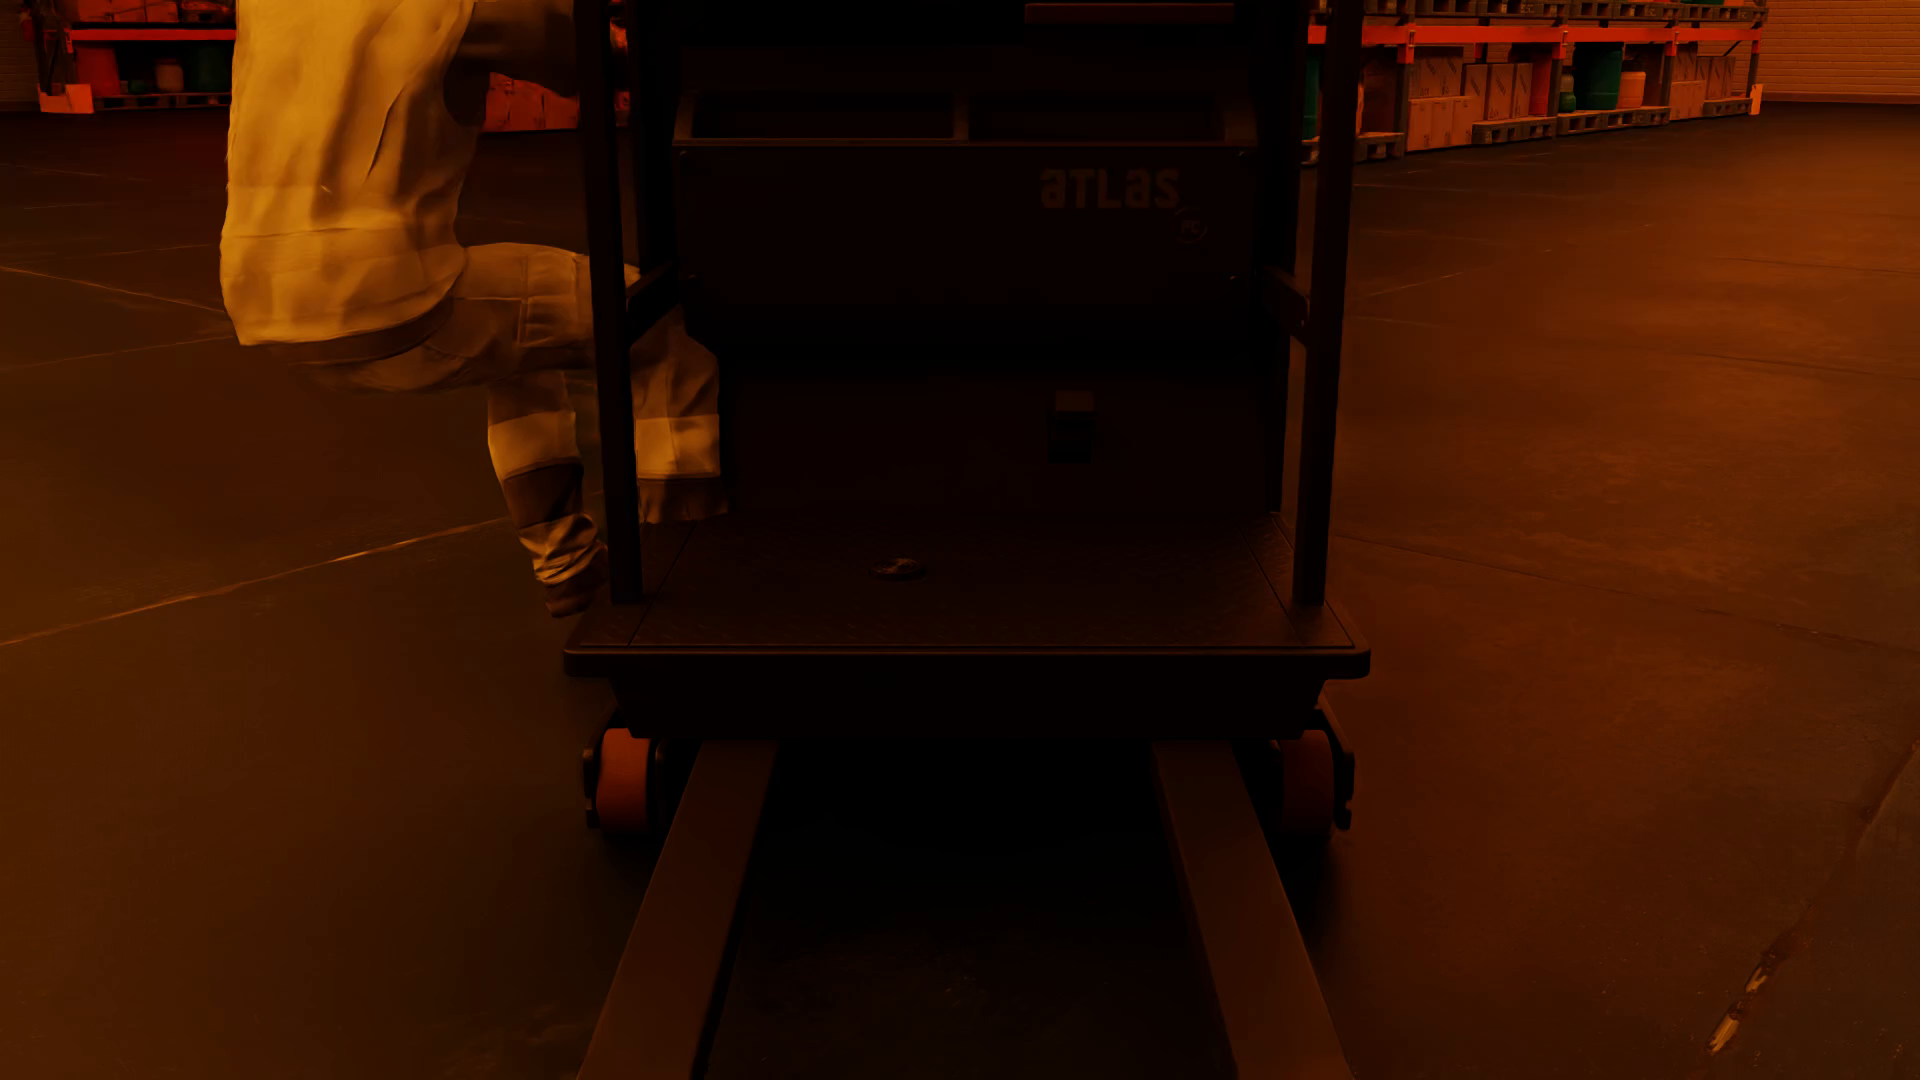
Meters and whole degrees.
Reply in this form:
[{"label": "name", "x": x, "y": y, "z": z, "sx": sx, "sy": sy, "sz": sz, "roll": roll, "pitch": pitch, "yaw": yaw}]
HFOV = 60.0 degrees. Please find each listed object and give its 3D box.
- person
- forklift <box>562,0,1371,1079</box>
[{"label": "person", "x": -0.981, "y": -0.525, "z": 2.862, "sx": 1.415, "sy": 1.404, "sz": 0.737, "roll": 8, "pitch": 19, "yaw": 26}, {"label": "forklift", "x": 0.010, "y": -1.048, "z": 2.348, "sx": 1.130, "sy": 2.935, "sz": 3.031, "roll": 0, "pitch": 17, "yaw": 0}]
